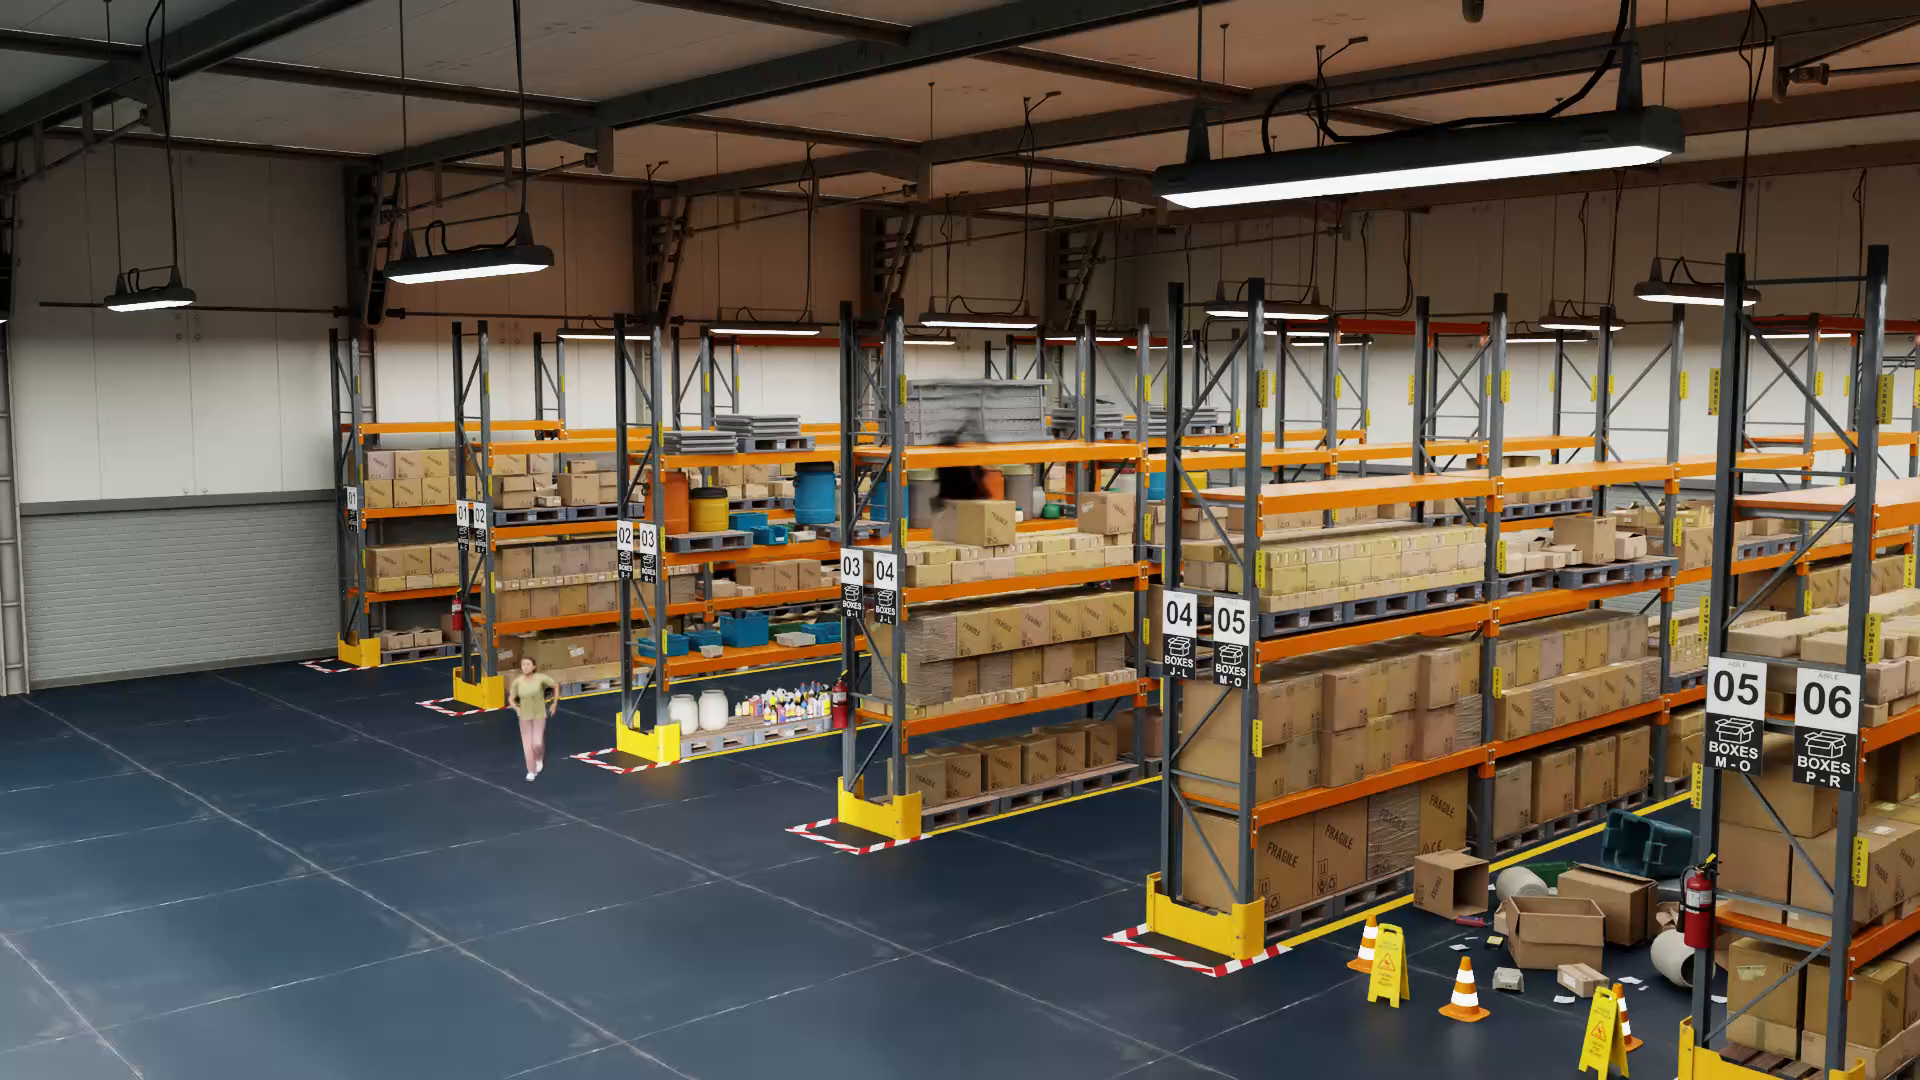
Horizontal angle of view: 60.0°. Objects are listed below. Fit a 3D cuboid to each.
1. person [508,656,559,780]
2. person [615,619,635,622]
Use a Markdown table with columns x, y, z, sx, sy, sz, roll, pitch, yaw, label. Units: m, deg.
| x | y | z | sx | sy | sz | roll | pitch | yaw | label |
| --- | --- | --- | --- | --- | --- | --- | --- | --- | --- |
| -5.424 | 2.271 | 21.120 | 0.600 | 1.621 | 0.654 | 0 | 6 | -3 | person |
| -5.977 | 1.346 | 29.776 | 0.664 | 1.846 | 0.829 | 4 | 7 | 38 | person |
